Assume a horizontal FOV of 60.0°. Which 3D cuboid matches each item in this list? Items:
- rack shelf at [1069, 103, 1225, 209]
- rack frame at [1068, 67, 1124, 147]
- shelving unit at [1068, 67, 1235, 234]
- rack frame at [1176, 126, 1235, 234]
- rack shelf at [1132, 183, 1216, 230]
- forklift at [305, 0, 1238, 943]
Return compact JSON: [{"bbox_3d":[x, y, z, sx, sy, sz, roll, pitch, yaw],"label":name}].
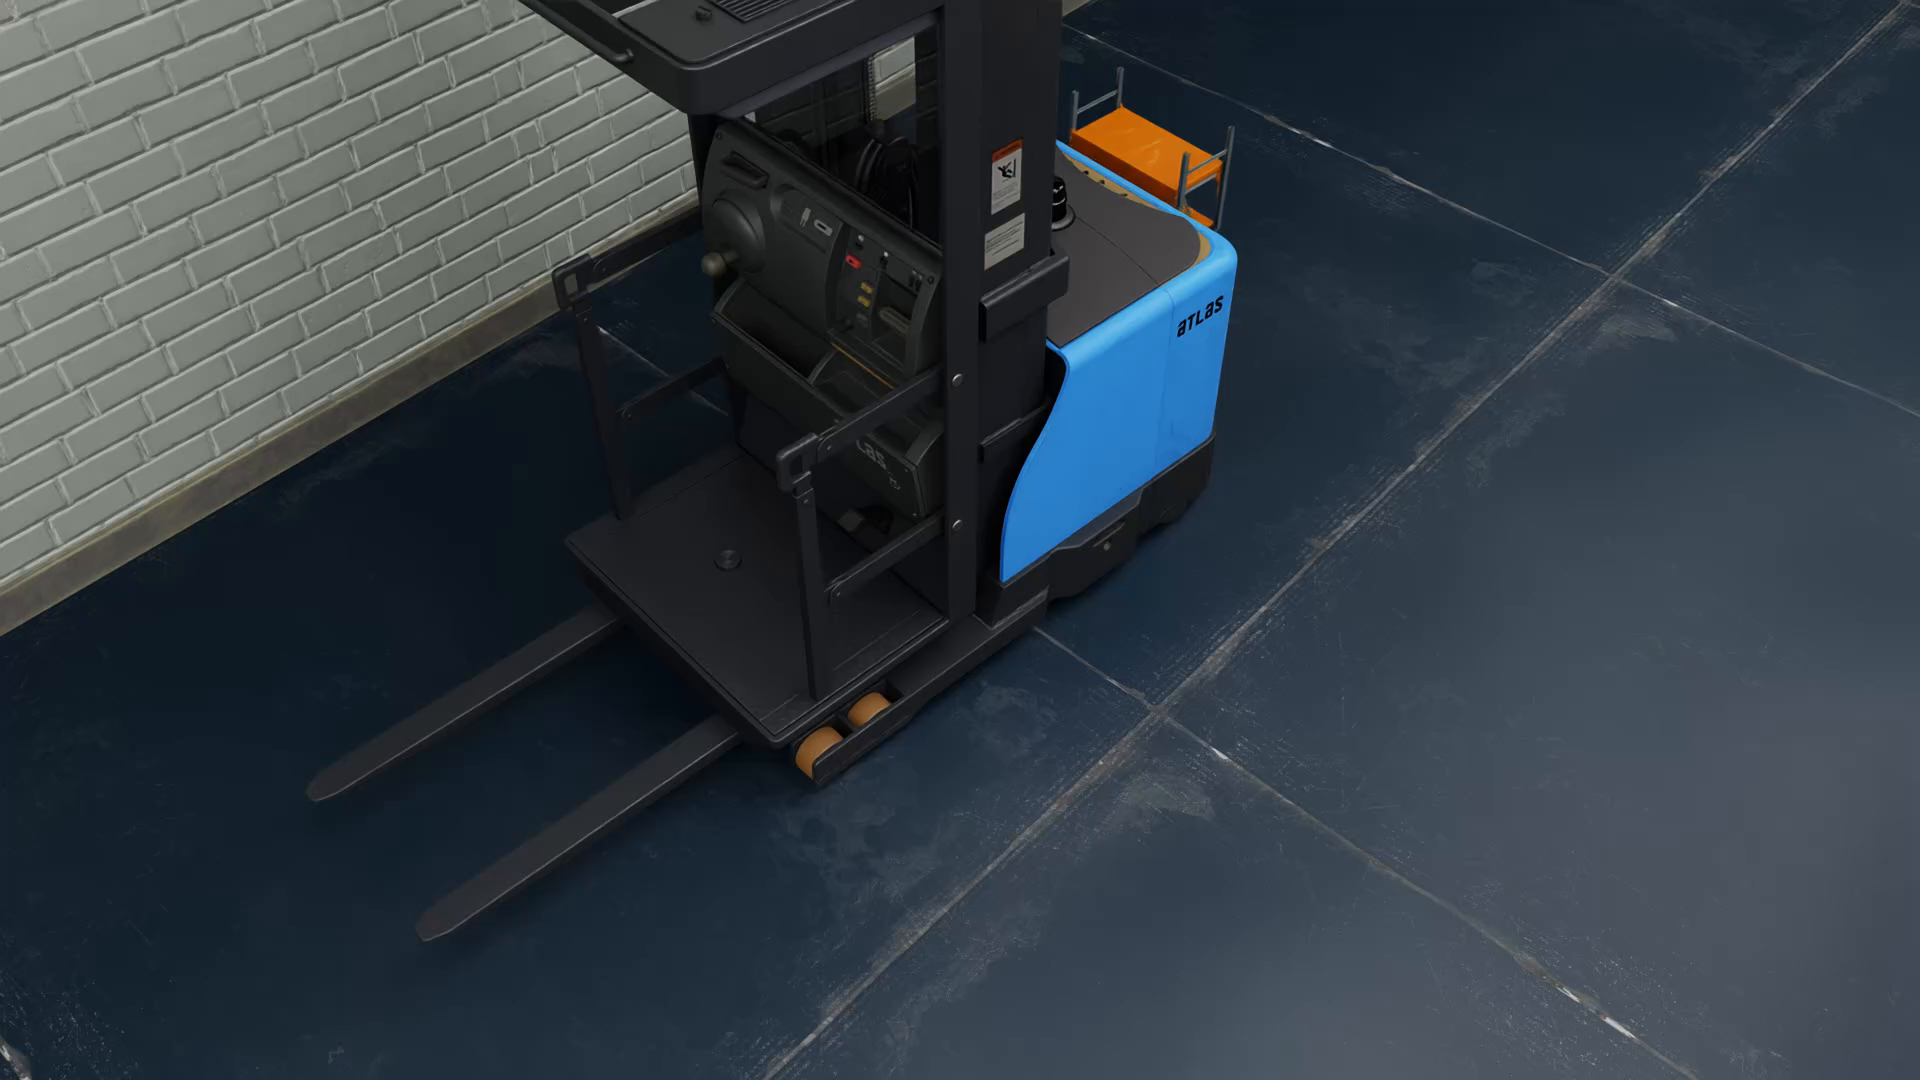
[{"bbox_3d":[0.624,-1.260,5.568,0.258,0.148,0.480,-34,55,-29],"label":"rack shelf"},{"bbox_3d":[0.452,-1.117,5.972,0.240,1.200,0.015,-34,55,-29],"label":"rack frame"},{"bbox_3d":[0.619,-0.988,5.851,0.258,1.200,0.503,-34,55,-29],"label":"shelving unit"},{"bbox_3d":[0.786,-0.858,5.729,0.240,1.200,0.015,-34,55,-29],"label":"rack frame"},{"bbox_3d":[0.621,-1.096,5.738,0.258,0.148,0.480,-34,55,-29],"label":"rack shelf"},{"bbox_3d":[-0.546,-0.705,4.401,3.031,2.935,1.130,-34,55,-28],"label":"forklift"}]
